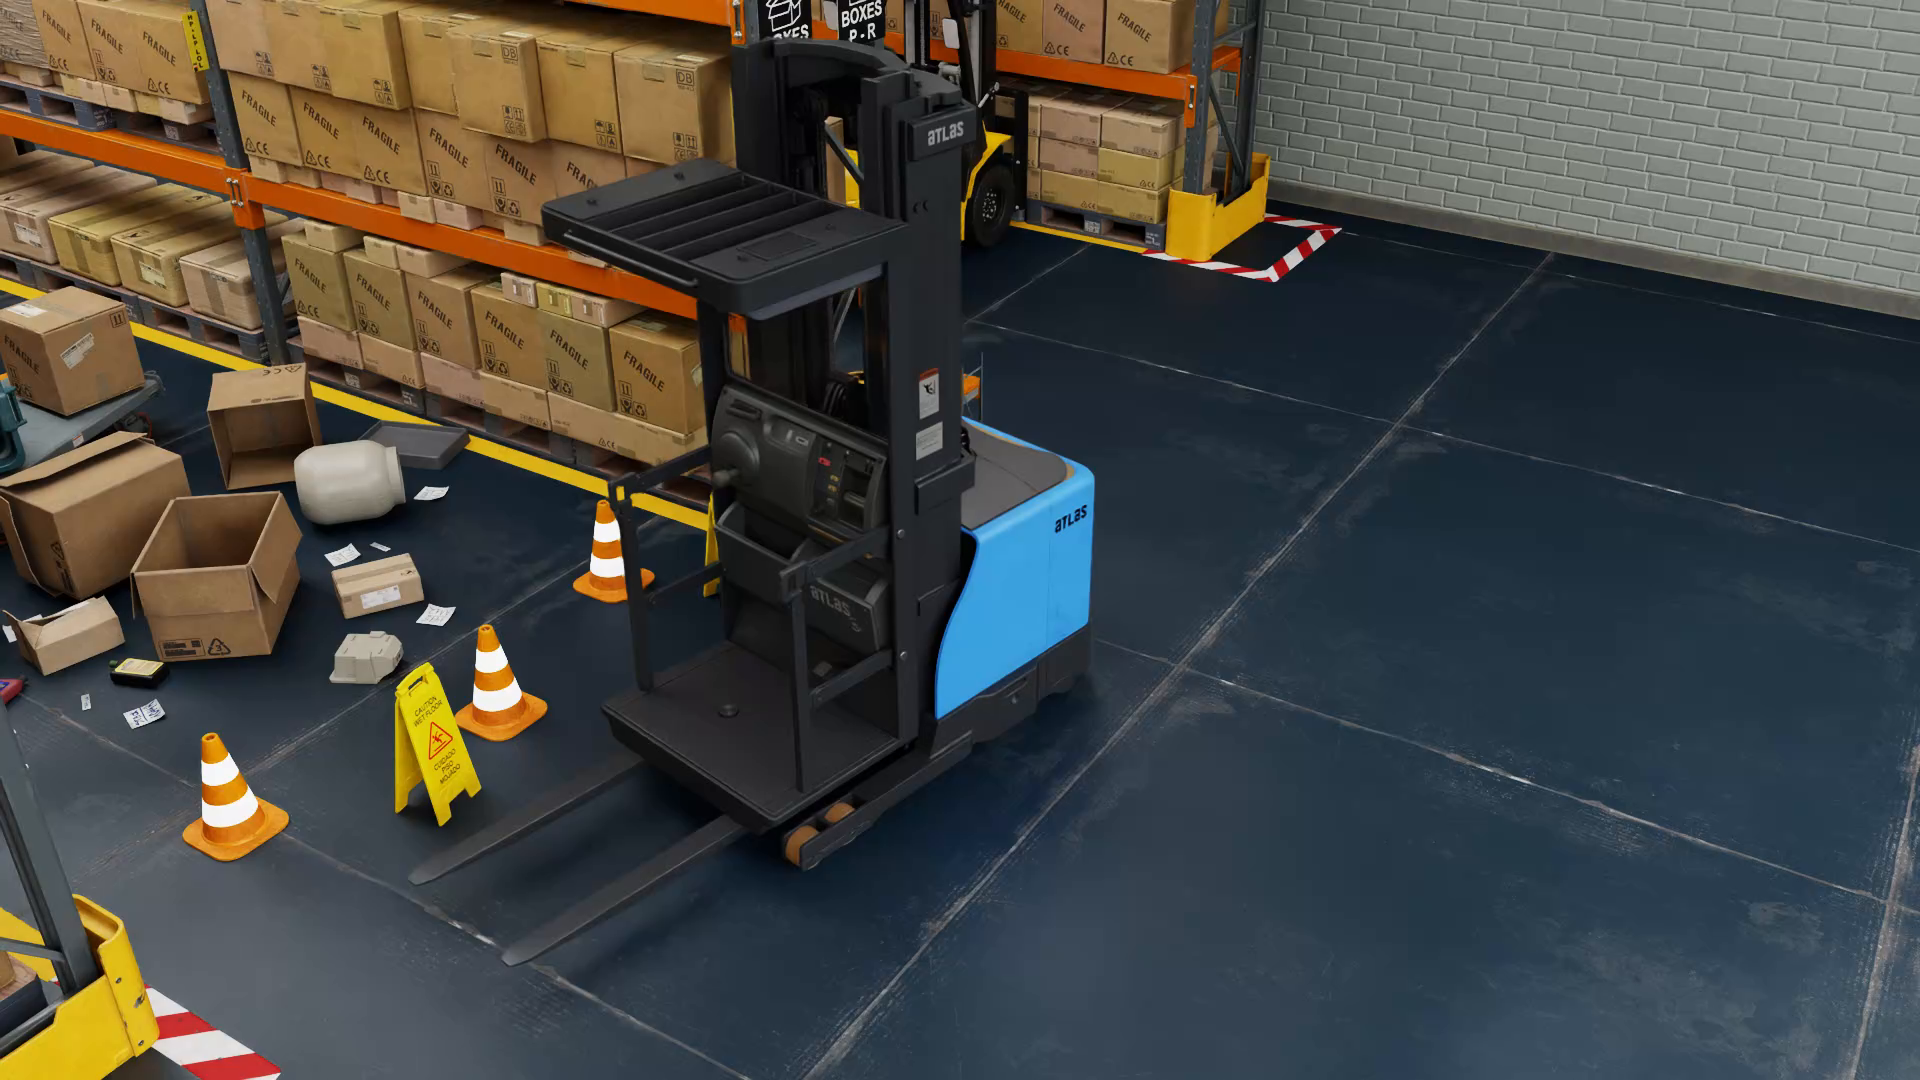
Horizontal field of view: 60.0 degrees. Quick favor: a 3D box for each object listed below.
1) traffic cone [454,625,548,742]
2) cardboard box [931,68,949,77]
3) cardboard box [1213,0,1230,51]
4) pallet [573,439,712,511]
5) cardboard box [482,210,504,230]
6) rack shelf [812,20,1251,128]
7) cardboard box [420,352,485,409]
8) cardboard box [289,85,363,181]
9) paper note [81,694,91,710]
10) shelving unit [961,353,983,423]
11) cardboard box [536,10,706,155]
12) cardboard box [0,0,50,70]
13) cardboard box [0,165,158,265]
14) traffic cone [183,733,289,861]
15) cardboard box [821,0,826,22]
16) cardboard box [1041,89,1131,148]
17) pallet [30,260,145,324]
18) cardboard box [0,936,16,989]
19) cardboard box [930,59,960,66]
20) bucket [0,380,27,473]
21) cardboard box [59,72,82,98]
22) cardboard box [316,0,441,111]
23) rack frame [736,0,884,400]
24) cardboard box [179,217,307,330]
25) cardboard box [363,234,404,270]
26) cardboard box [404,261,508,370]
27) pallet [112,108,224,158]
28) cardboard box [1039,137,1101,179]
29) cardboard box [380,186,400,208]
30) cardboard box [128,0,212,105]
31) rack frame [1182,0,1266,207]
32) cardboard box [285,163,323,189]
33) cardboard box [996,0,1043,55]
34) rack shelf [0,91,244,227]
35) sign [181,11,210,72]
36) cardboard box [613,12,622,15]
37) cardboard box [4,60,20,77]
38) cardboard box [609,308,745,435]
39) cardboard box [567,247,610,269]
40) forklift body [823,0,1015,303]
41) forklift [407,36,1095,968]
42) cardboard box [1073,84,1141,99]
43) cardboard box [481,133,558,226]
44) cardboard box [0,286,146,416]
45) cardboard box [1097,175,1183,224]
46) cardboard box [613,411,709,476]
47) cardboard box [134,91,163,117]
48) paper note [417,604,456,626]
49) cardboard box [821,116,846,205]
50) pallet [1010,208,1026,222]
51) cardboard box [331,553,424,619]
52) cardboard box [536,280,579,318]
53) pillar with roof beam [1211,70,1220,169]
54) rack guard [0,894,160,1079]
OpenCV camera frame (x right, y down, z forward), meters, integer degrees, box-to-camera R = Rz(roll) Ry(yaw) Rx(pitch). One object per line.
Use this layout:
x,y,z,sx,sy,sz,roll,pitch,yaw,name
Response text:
-2.045,0.579,7.298,0.334,0.463,0.336,18,35,27,traffic cone
-0.347,-3.600,13.264,0.500,0.250,0.500,19,35,29,cardboard box
1.671,-3.931,12.412,0.500,0.500,0.500,19,35,29,cardboard box
-1.426,-0.565,9.510,1.213,0.211,1.003,18,35,27,pallet
-2.408,-1.835,9.168,0.250,0.149,0.380,18,35,27,cardboard box
0.249,-3.861,13.106,4.000,0.370,1.077,18,35,27,rack shelf
-2.816,-1.029,9.850,0.500,0.250,0.500,17,34,27,cardboard box
-3.419,-2.399,9.490,0.500,0.500,0.500,17,34,27,cardboard box
-3.937,0.730,7.489,0.032,0.001,0.123,-15,33,-24,paper note
-0.045,-0.468,8.510,0.252,1.050,0.215,18,35,27,shelving unit
-1.666,-2.303,8.334,0.500,0.500,0.700,18,35,28,cardboard box
-5.893,-3.380,10.756,0.500,0.500,0.500,16,34,26,cardboard box
-6.366,-2.356,12.003,0.625,0.372,0.950,17,34,26,cardboard box
-2.934,0.970,6.627,0.334,0.463,0.336,18,35,27,traffic cone
-0.758,-4.388,13.196,0.500,0.500,0.500,18,35,28,cardboard box
0.951,-3.186,12.555,0.500,0.250,0.500,18,35,28,cardboard box
-5.778,-1.918,11.828,1.213,0.211,1.003,18,35,27,pallet
-3.848,1.206,5.398,0.875,0.875,0.875,18,35,28,cardboard box
-0.067,-3.813,13.630,0.500,0.250,0.500,18,35,28,cardboard box
-5.286,-0.639,8.608,0.726,0.611,0.620,-21,26,-32,bucket
-5.520,-2.961,10.681,0.250,0.149,0.380,18,35,27,cardboard box
-2.991,-2.689,8.996,0.500,0.500,0.700,17,34,26,cardboard box
-0.693,-1.517,8.373,0.127,3.000,1.000,18,35,27,rack frame
-4.526,-1.774,11.005,0.625,0.372,0.950,18,35,28,cardboard box
-3.214,-1.717,9.640,0.250,0.149,0.380,19,35,29,cardboard box
-2.827,-1.355,9.663,0.500,0.500,0.500,20,36,30,cardboard box
-4.651,-2.772,10.716,1.213,0.211,1.003,18,35,27,pallet
0.945,-2.982,12.700,0.500,0.250,0.500,17,34,27,cardboard box
-3.068,-2.016,9.478,0.250,0.149,0.380,17,34,27,cardboard box
-4.594,-2.967,10.048,0.500,0.500,0.500,17,34,26,cardboard box
1.943,-3.636,12.006,0.127,3.000,1.000,18,35,27,rack frame
-3.743,-2.213,9.816,0.250,0.149,0.380,19,35,29,cardboard box
0.518,-3.979,12.495,0.500,0.500,0.500,17,34,26,cardboard box
-5.775,-2.813,11.309,4.000,0.370,1.077,18,35,27,rack shelf
-4.373,-2.851,9.510,0.005,0.325,0.100,18,35,27,sign
-3.184,-4.410,15.273,0.625,0.625,0.875,16,34,25,cardboard box
-6.136,-3.210,11.109,0.250,0.149,0.380,19,35,29,cardboard box
-1.510,-0.938,8.948,0.500,0.500,0.500,18,35,28,cardboard box
-1.837,-1.571,8.716,0.250,0.149,0.380,18,35,28,cardboard box
-0.633,-2.999,11.756,1.214,2.155,2.313,18,35,27,forklift body
-0.776,-0.265,6.295,1.130,2.935,3.031,25,39,36,forklift
1.211,-3.404,12.927,0.500,0.250,0.500,18,35,27,cardboard box
-2.143,-1.988,8.786,0.500,0.500,0.500,17,34,27,cardboard box
-5.002,-1.068,9.333,0.500,0.500,0.500,18,35,27,cardboard box
1.377,-2.621,12.578,0.500,0.250,0.500,18,35,28,cardboard box
-1.541,-0.619,9.145,0.500,0.250,0.500,17,34,27,cardboard box
-4.877,-2.759,10.336,0.250,0.149,0.380,16,34,26,cardboard box
-2.552,0.362,8.099,0.142,0.019,0.148,6,31,10,paper note
-0.947,-1.934,8.693,0.500,0.500,0.500,17,34,27,cardboard box
0.244,-2.946,13.590,1.213,0.211,1.003,18,35,27,pallet
-2.876,0.226,8.215,0.380,0.149,0.250,-15,33,-24,cardboard box
-2.068,-1.356,9.022,0.250,0.149,0.380,18,35,28,cardboard box
-0.456,-4.961,8.324,0.400,9.000,9.100,18,35,27,pillar with roof beam
-3.218,1.709,5.324,0.348,0.500,1.175,18,35,27,rack guard
